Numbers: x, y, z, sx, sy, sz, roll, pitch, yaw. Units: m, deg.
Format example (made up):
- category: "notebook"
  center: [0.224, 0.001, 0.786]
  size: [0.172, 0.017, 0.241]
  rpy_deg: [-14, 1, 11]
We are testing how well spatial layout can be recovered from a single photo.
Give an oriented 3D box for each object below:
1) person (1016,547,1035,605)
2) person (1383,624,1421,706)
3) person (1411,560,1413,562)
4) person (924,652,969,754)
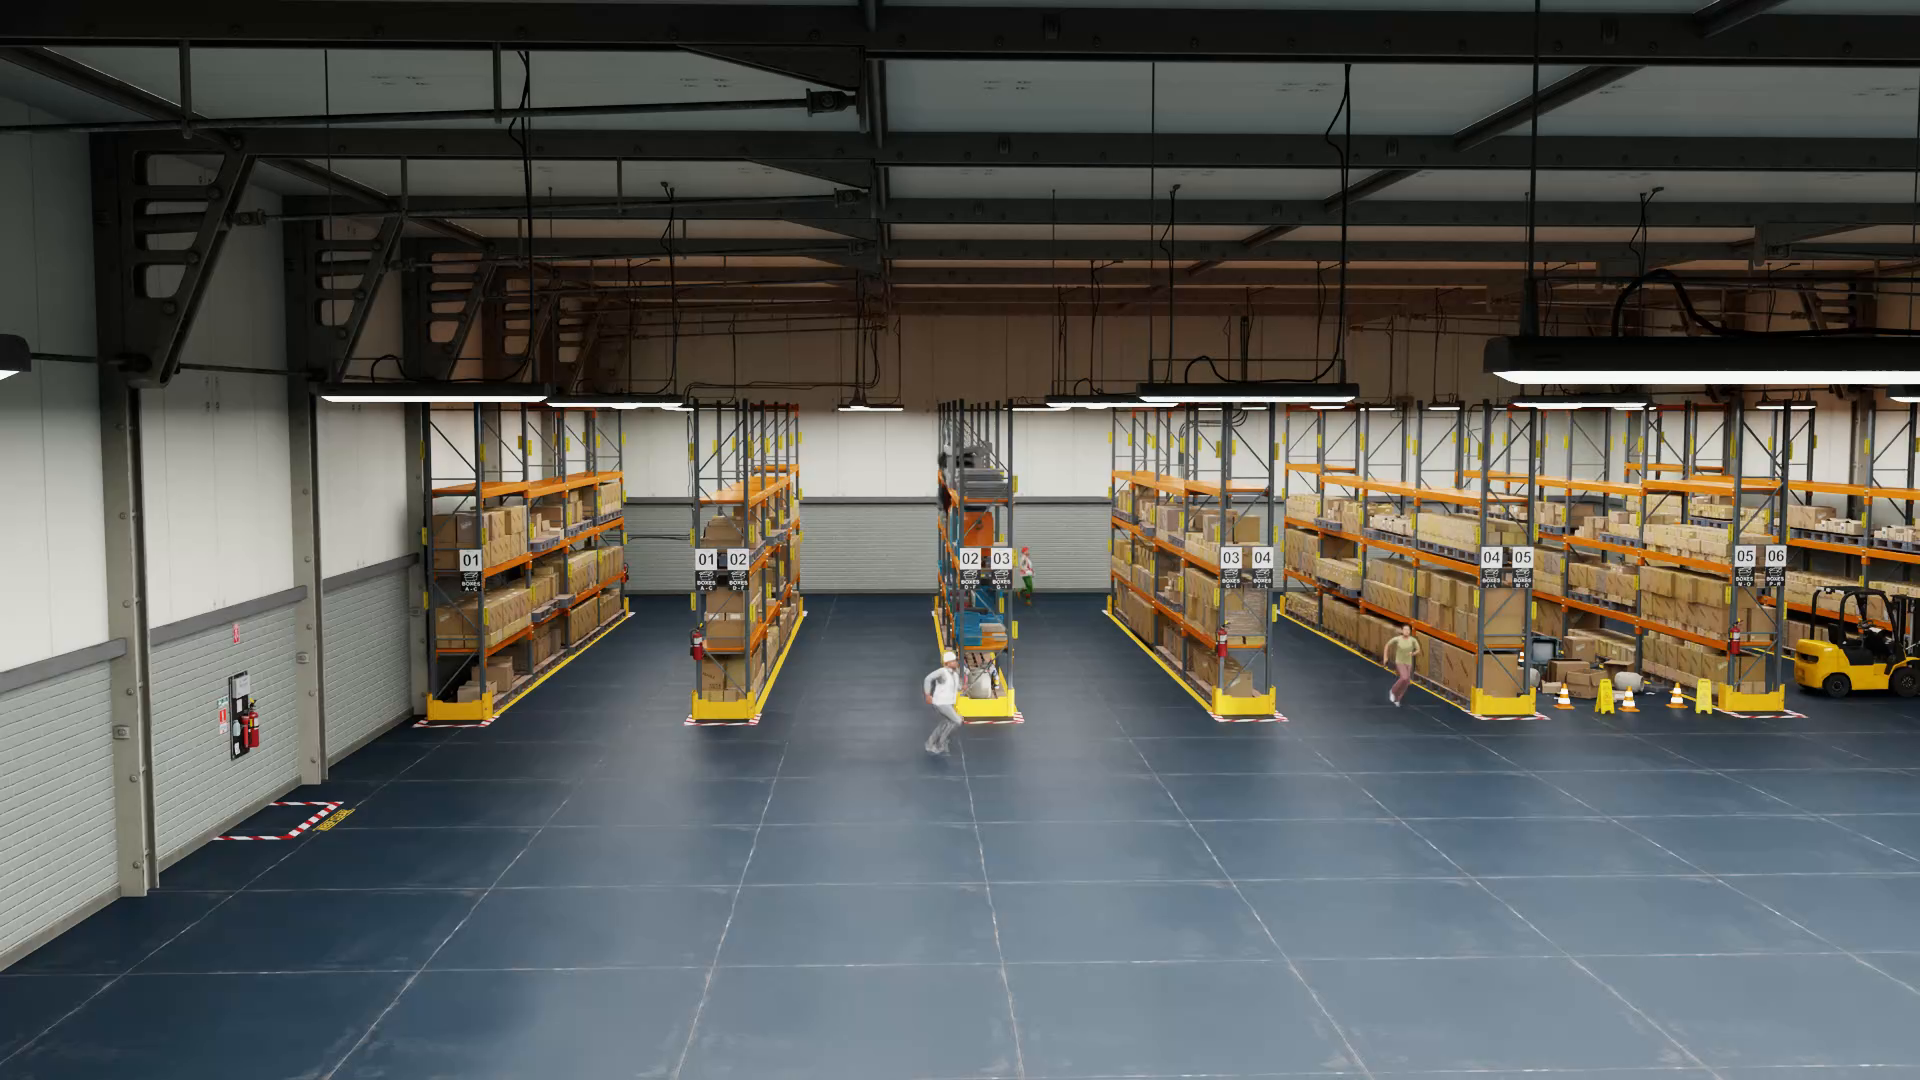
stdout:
- category: "person"
  center: [1.927, 1.073, 49.900]
  size: [0.606, 1.745, 0.656]
  rpy_deg: [2, 5, 19]
- category: "person"
  center: [8.681, 2.449, 32.561]
  size: [0.666, 1.627, 0.579]
  rpy_deg: [-1, 4, -14]
- category: "person"
  center: [12.337, 1.466, 45.110]
  size: [0.641, 1.684, 0.915]
  rpy_deg: [-2, 5, -20]
- category: "person"
  center: [-0.228, 2.725, 27.780]
  size: [0.780, 1.724, 0.688]
  rpy_deg: [2, 5, 29]
